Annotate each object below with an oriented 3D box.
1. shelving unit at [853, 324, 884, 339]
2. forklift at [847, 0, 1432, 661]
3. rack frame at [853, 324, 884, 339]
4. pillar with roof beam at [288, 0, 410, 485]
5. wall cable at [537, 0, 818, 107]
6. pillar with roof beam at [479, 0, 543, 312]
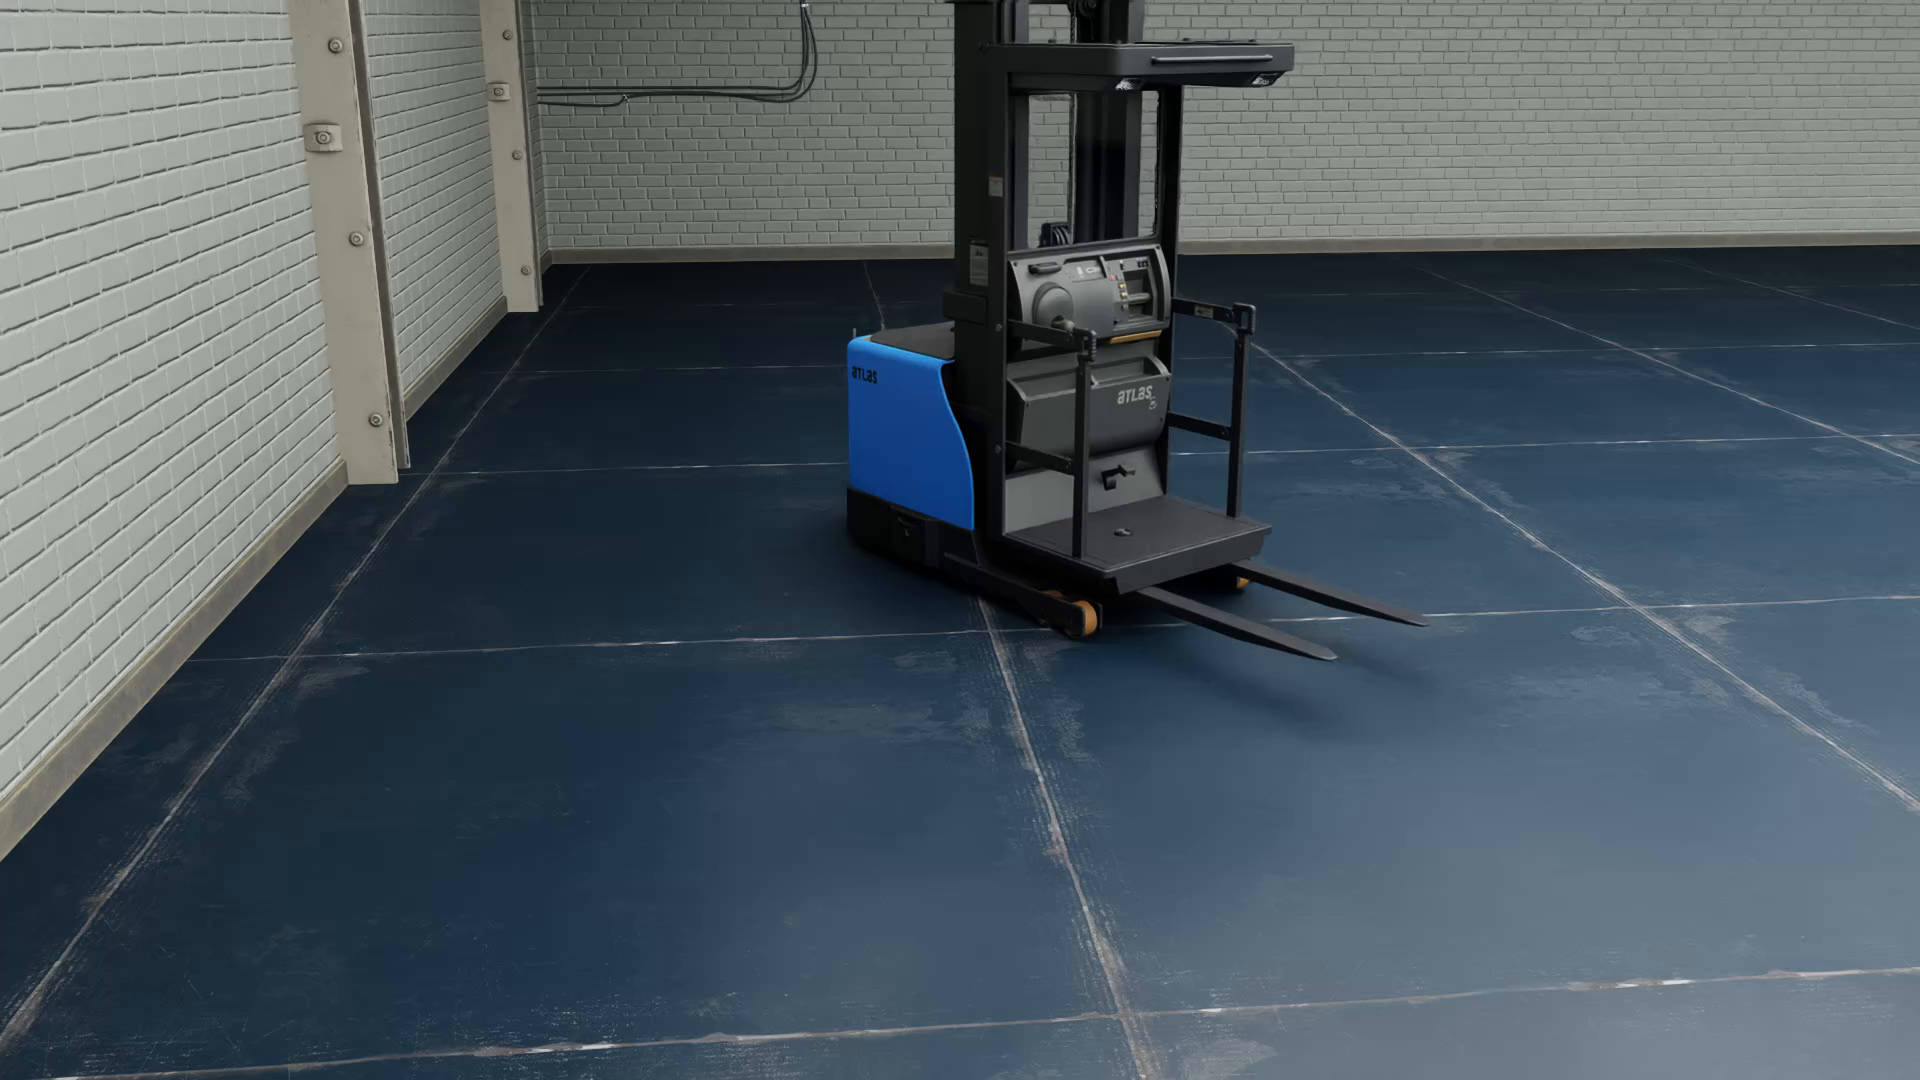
[{"bbox_3d":[-0.406,-0.595,8.821,0.215,1.050,0.252,-14,22,-37],"label":"shelving unit"},{"bbox_3d":[0.736,-1.135,7.398,1.130,2.935,3.031,-14,22,-37],"label":"forklift"},{"bbox_3d":[-0.482,-0.624,8.911,0.200,1.050,0.008,-14,22,-37],"label":"rack frame"},{"bbox_3d":[0.809,-4.813,8.983,9.100,9.000,0.400,-2,18,-6],"label":"pillar with roof beam"},{"bbox_3d":[-3.081,-5.904,17.645,3.097,2.526,0.112,-2,18,-6],"label":"wall cable"},{"bbox_3d":[0.190,-6.600,14.677,9.100,9.000,0.400,-2,18,-6],"label":"pillar with roof beam"}]
